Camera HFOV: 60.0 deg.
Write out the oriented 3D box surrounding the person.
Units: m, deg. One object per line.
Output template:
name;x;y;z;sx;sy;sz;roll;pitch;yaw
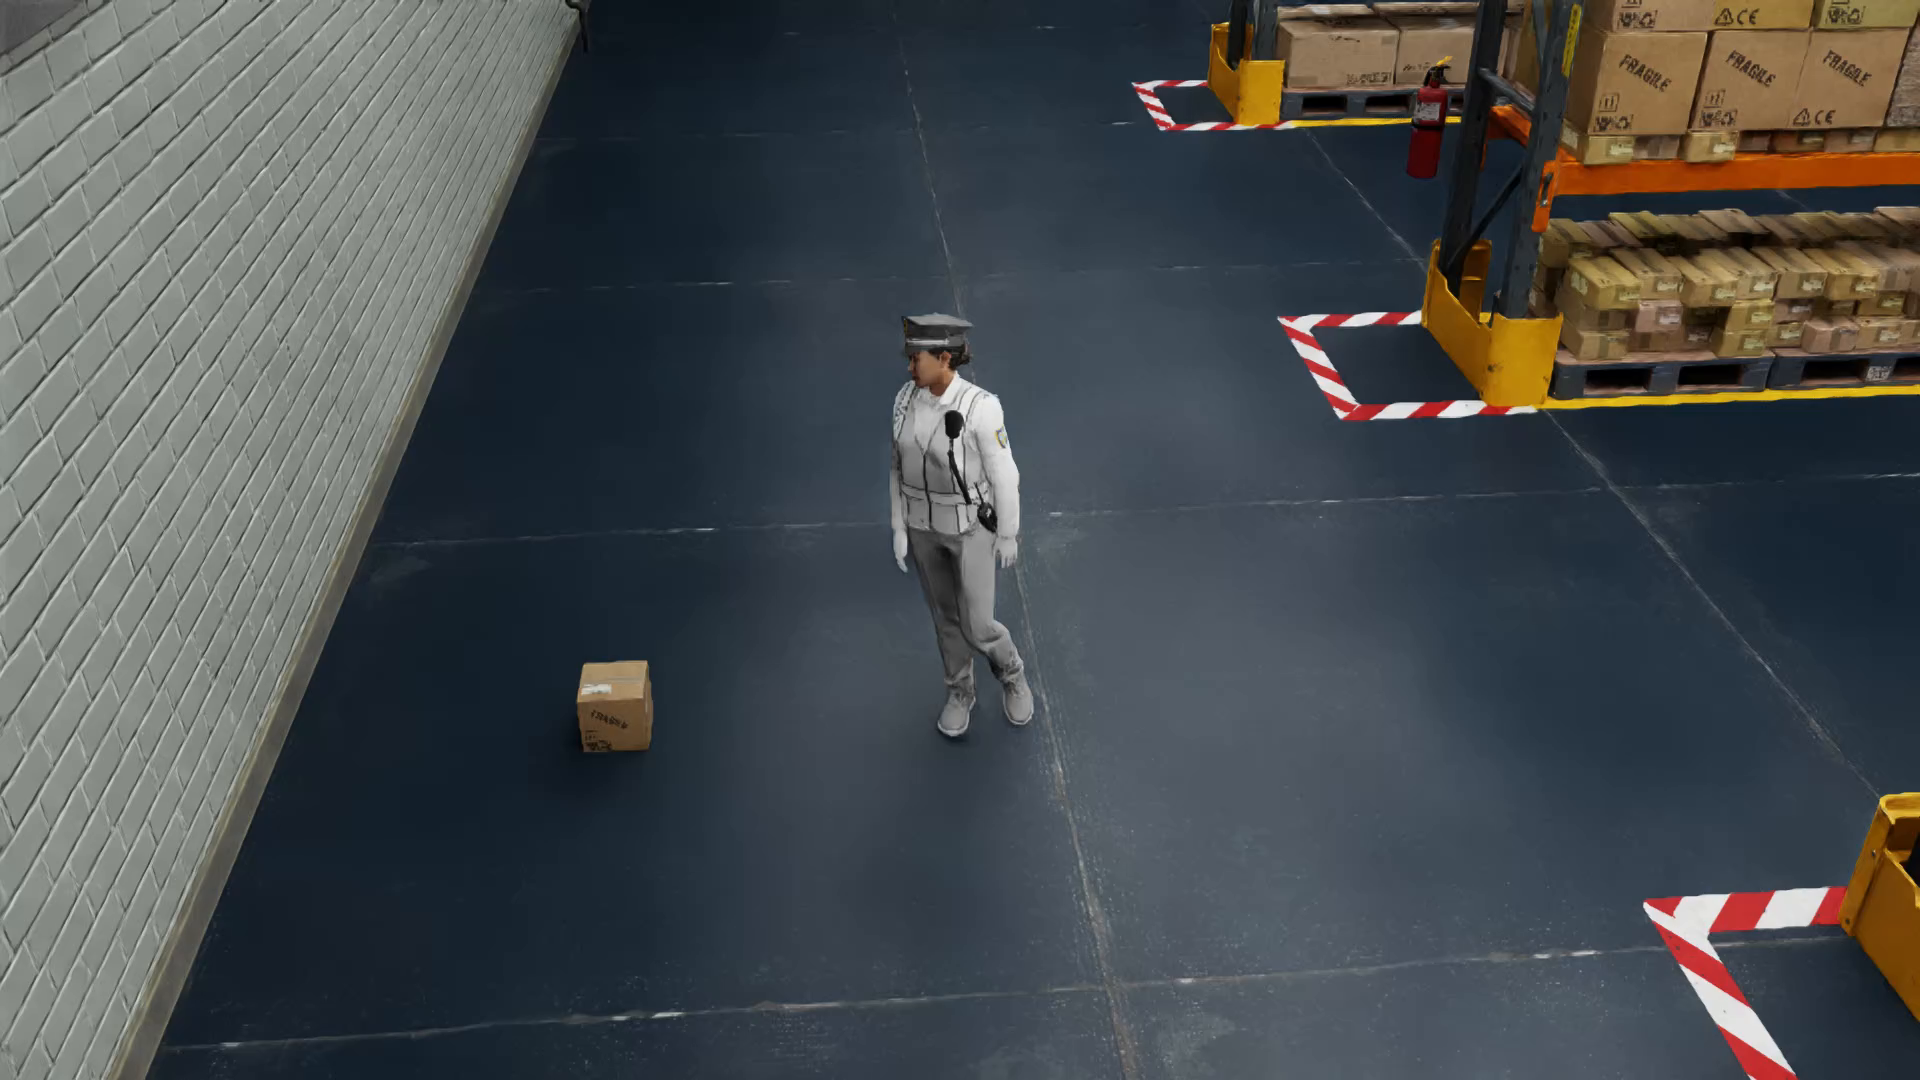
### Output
person;-0.003;-0.034;6.175;0.568;1.675;0.405;16;35;24
